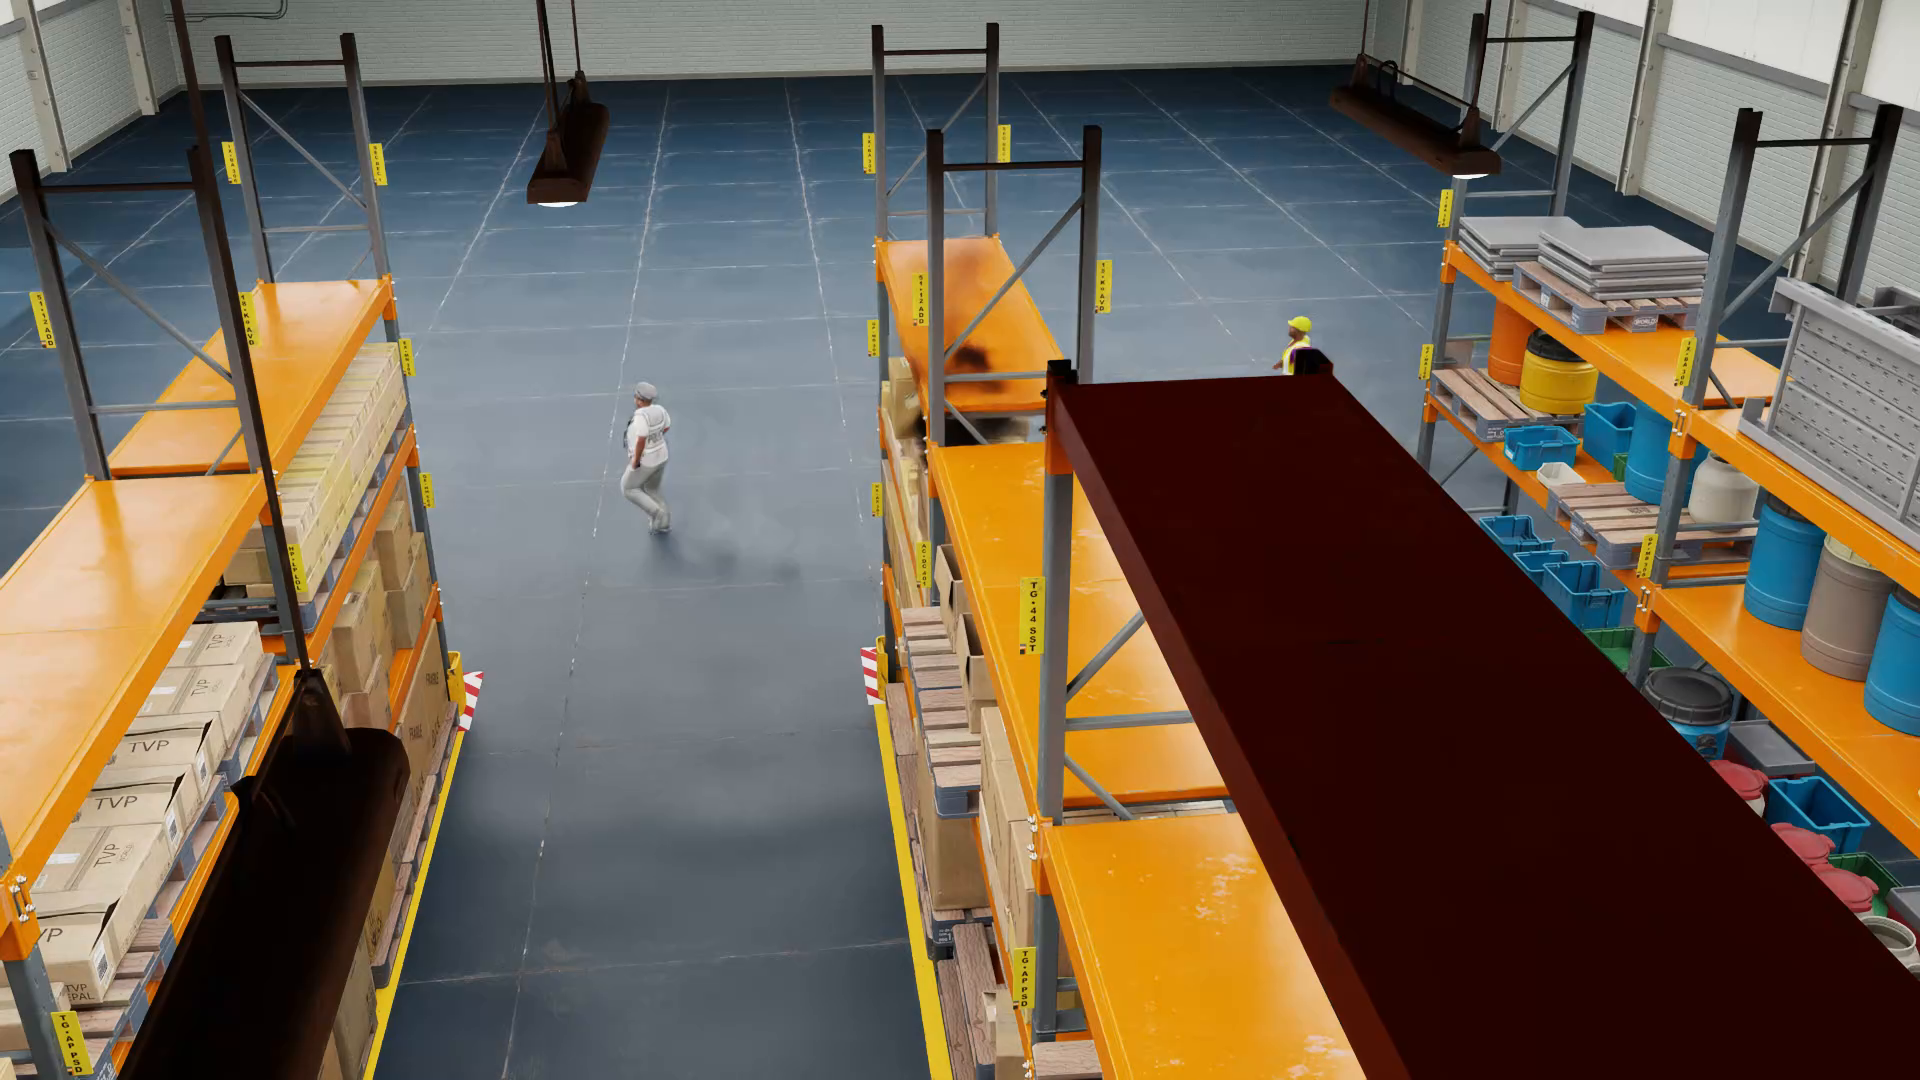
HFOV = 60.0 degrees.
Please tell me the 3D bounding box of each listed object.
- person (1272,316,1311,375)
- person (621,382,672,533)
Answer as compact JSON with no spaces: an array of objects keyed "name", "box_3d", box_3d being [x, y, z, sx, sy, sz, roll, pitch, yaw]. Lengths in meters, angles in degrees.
[{"name":"person","box_3d":[4.180,-1.928,20.544,0.668,1.725,0.704,5,26,10]},{"name":"person","box_3d":[-3.488,-0.906,18.378,0.578,1.749,0.716,12,28,24]}]
